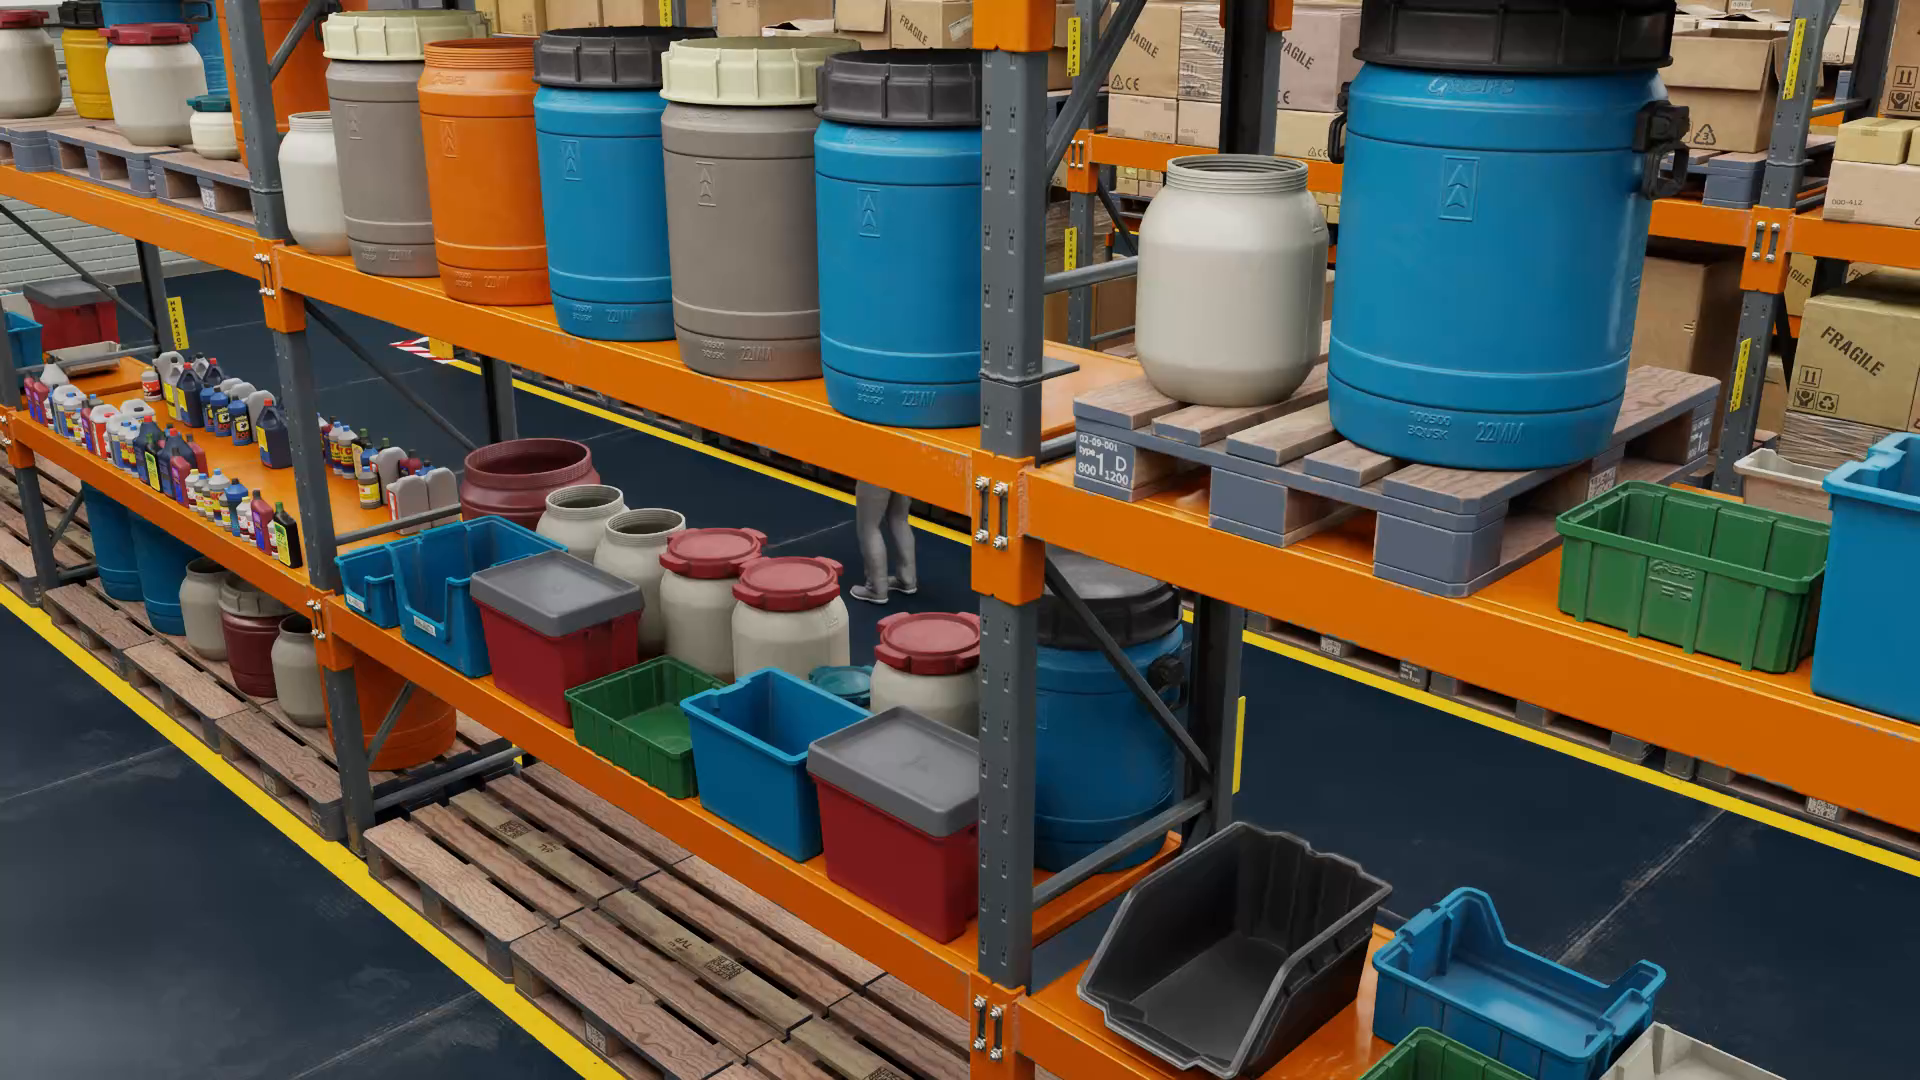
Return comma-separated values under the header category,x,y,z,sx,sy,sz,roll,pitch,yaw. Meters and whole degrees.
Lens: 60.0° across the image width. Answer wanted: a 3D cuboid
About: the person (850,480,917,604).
category,x,y,z,sx,sy,sz,roll,pitch,yaw
person,-0.518,-0.458,10.245,0.508,1.692,0.464,19,28,41
